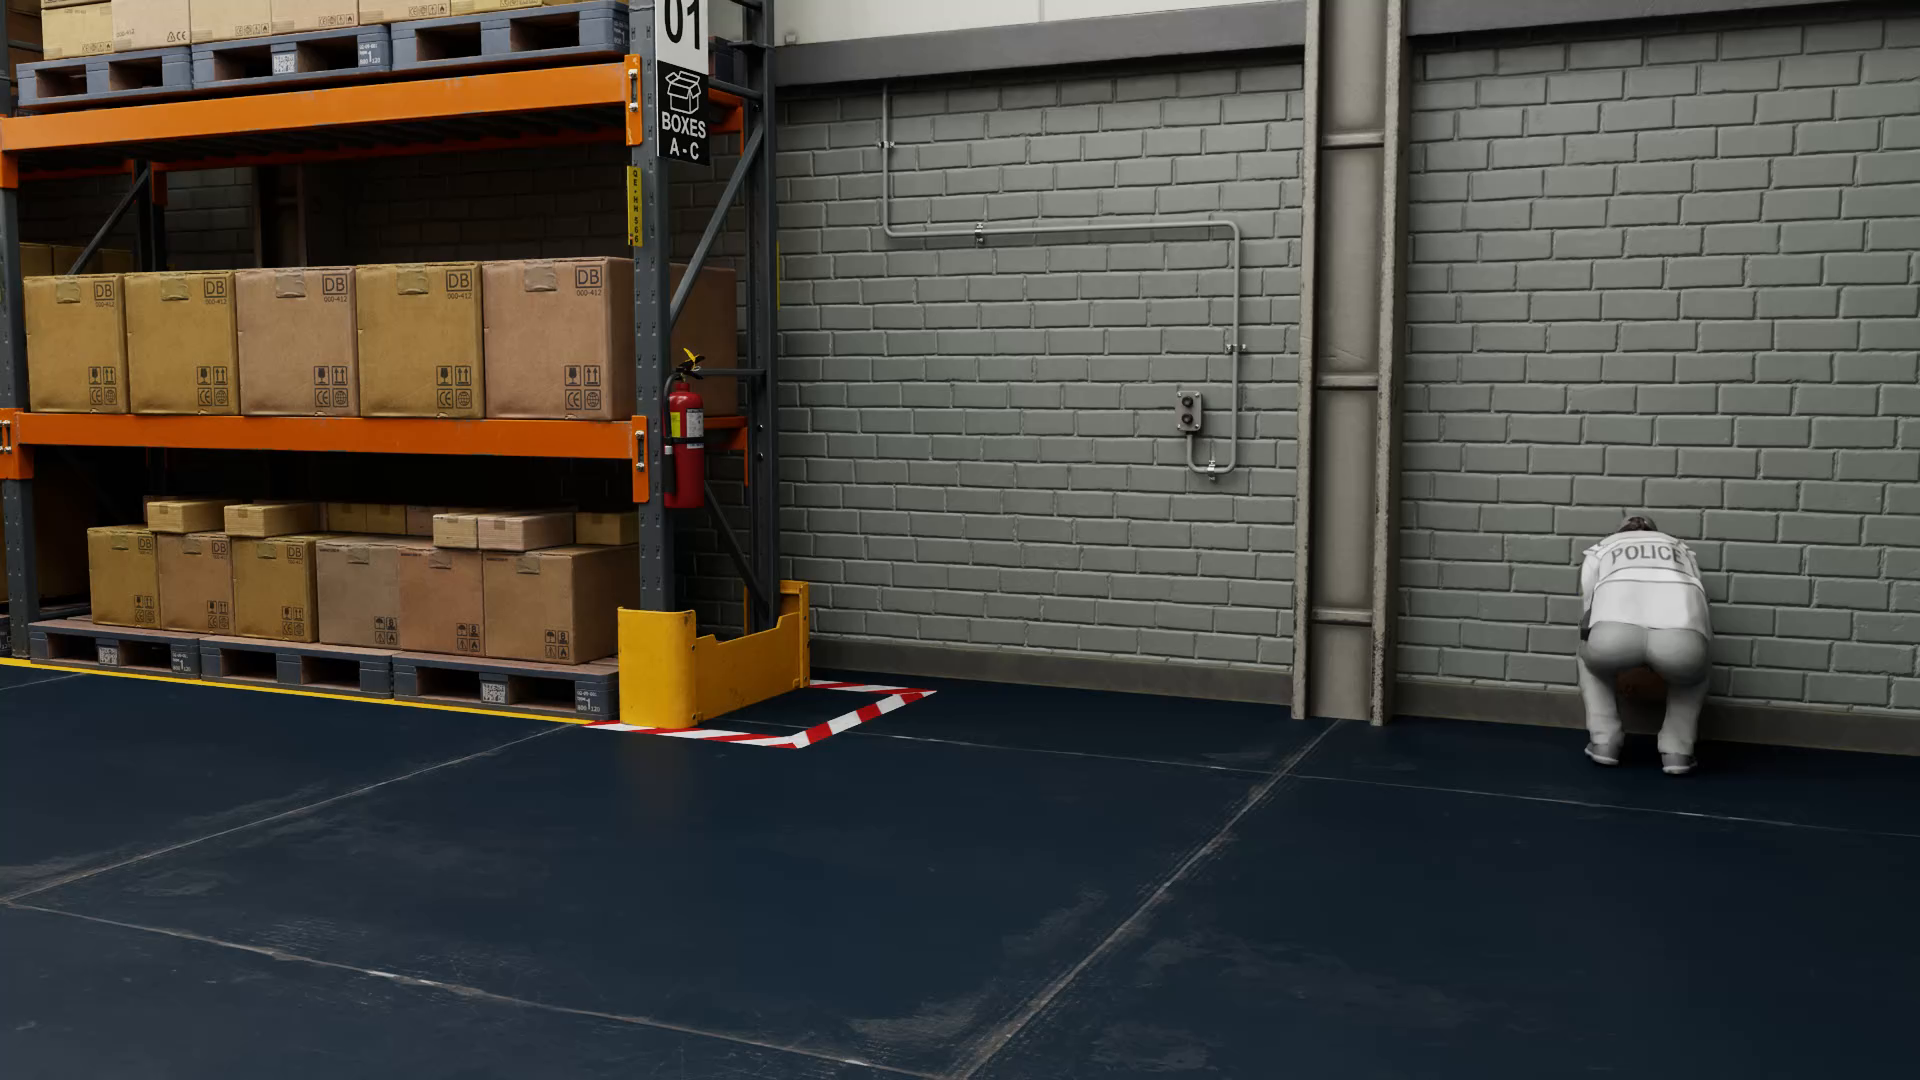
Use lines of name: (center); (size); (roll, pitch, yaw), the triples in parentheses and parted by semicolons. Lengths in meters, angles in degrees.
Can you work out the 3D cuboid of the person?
person: (2.666, 0.397, 6.484); (0.499, 0.943, 0.865); (2, 6, 22)
